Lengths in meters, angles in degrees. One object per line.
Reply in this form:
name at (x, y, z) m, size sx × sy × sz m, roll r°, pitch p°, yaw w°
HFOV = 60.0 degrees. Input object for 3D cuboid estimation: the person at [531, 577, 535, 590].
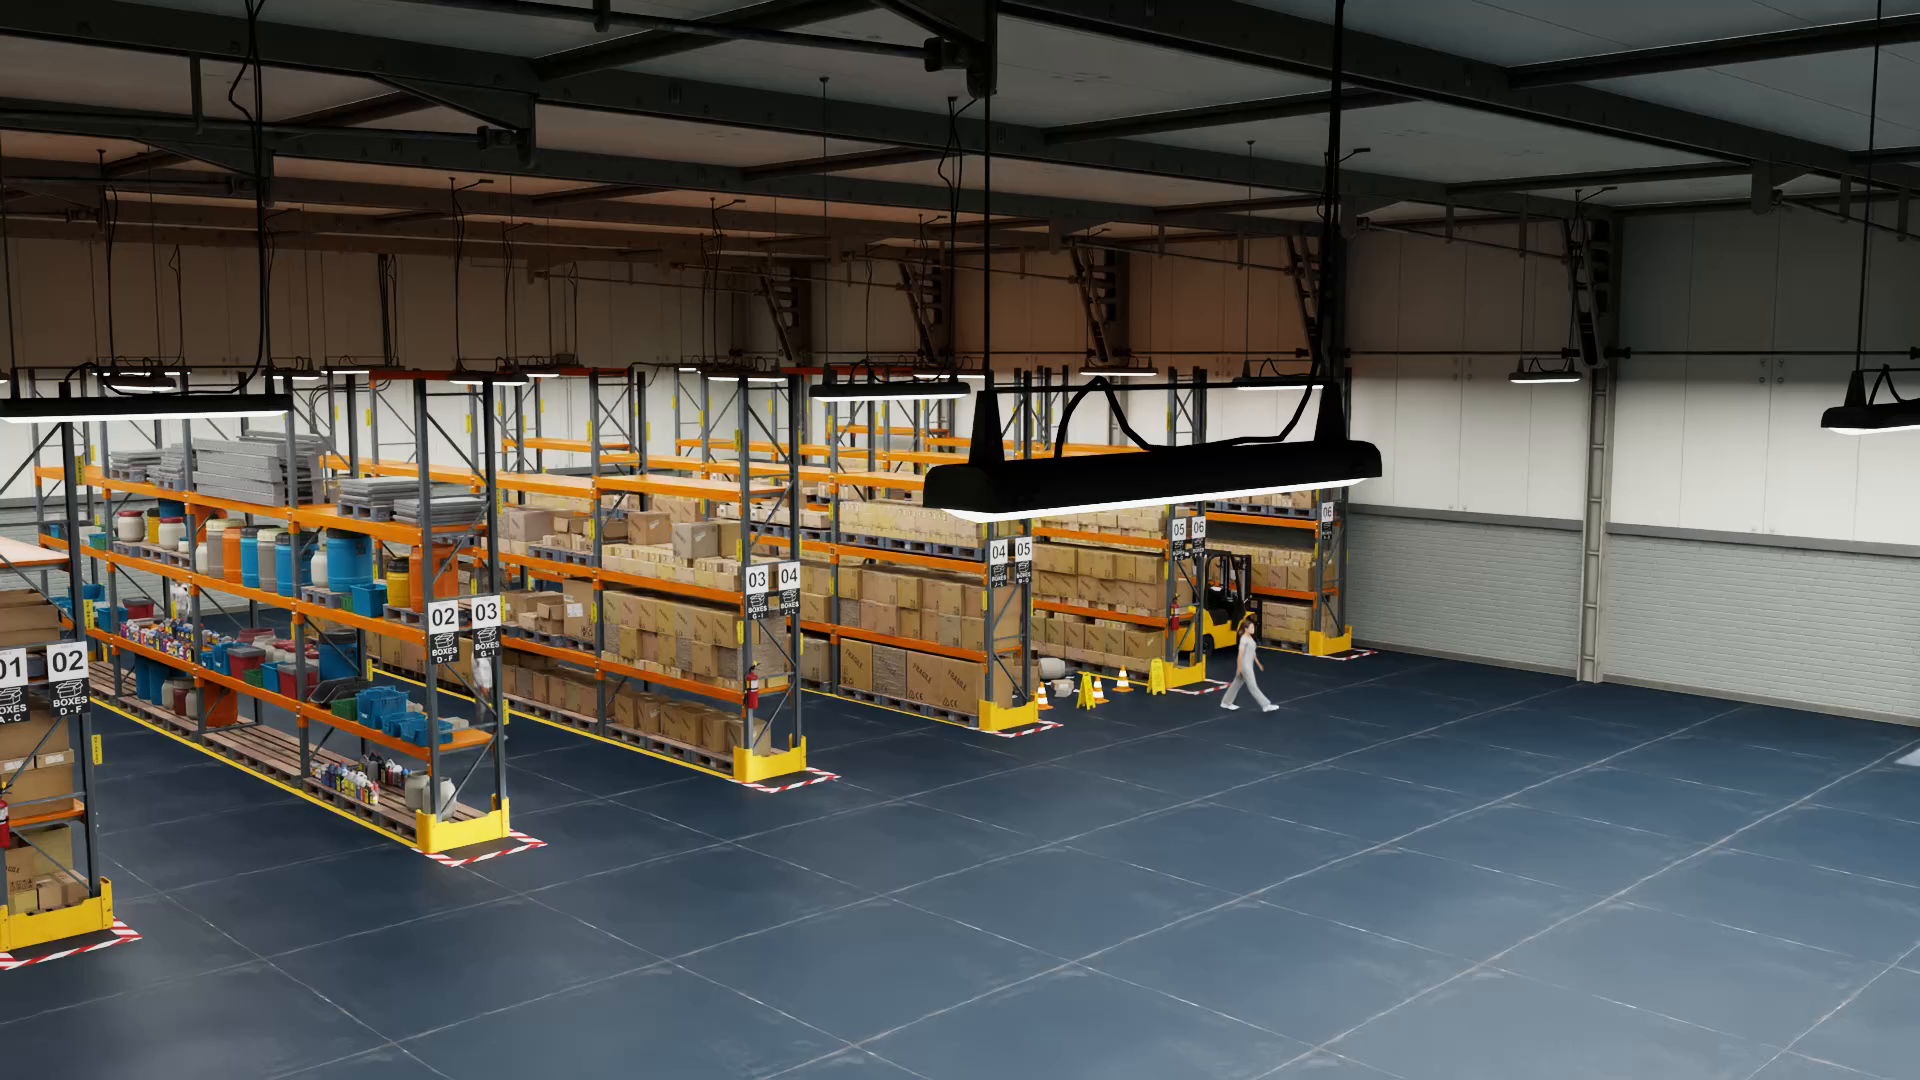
person at (-11.004, 0.660, 42.655) m, size 0.606 × 1.745 × 0.939 m, roll -1°, pitch 6°, yaw -5°

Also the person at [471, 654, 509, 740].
person at (-7.711, 2.390, 27.251) m, size 0.532 × 1.713 × 0.988 m, roll -5°, pitch 8°, yaw -39°

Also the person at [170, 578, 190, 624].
person at (-16.790, 1.484, 35.673) m, size 0.872 × 1.627 × 0.487 m, roll 6°, pitch 9°, yaw 44°

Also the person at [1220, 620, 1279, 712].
person at (5.108, 2.211, 29.206) m, size 1.059 × 1.609 × 0.482 m, roll 2°, pitch 7°, yaw 17°
